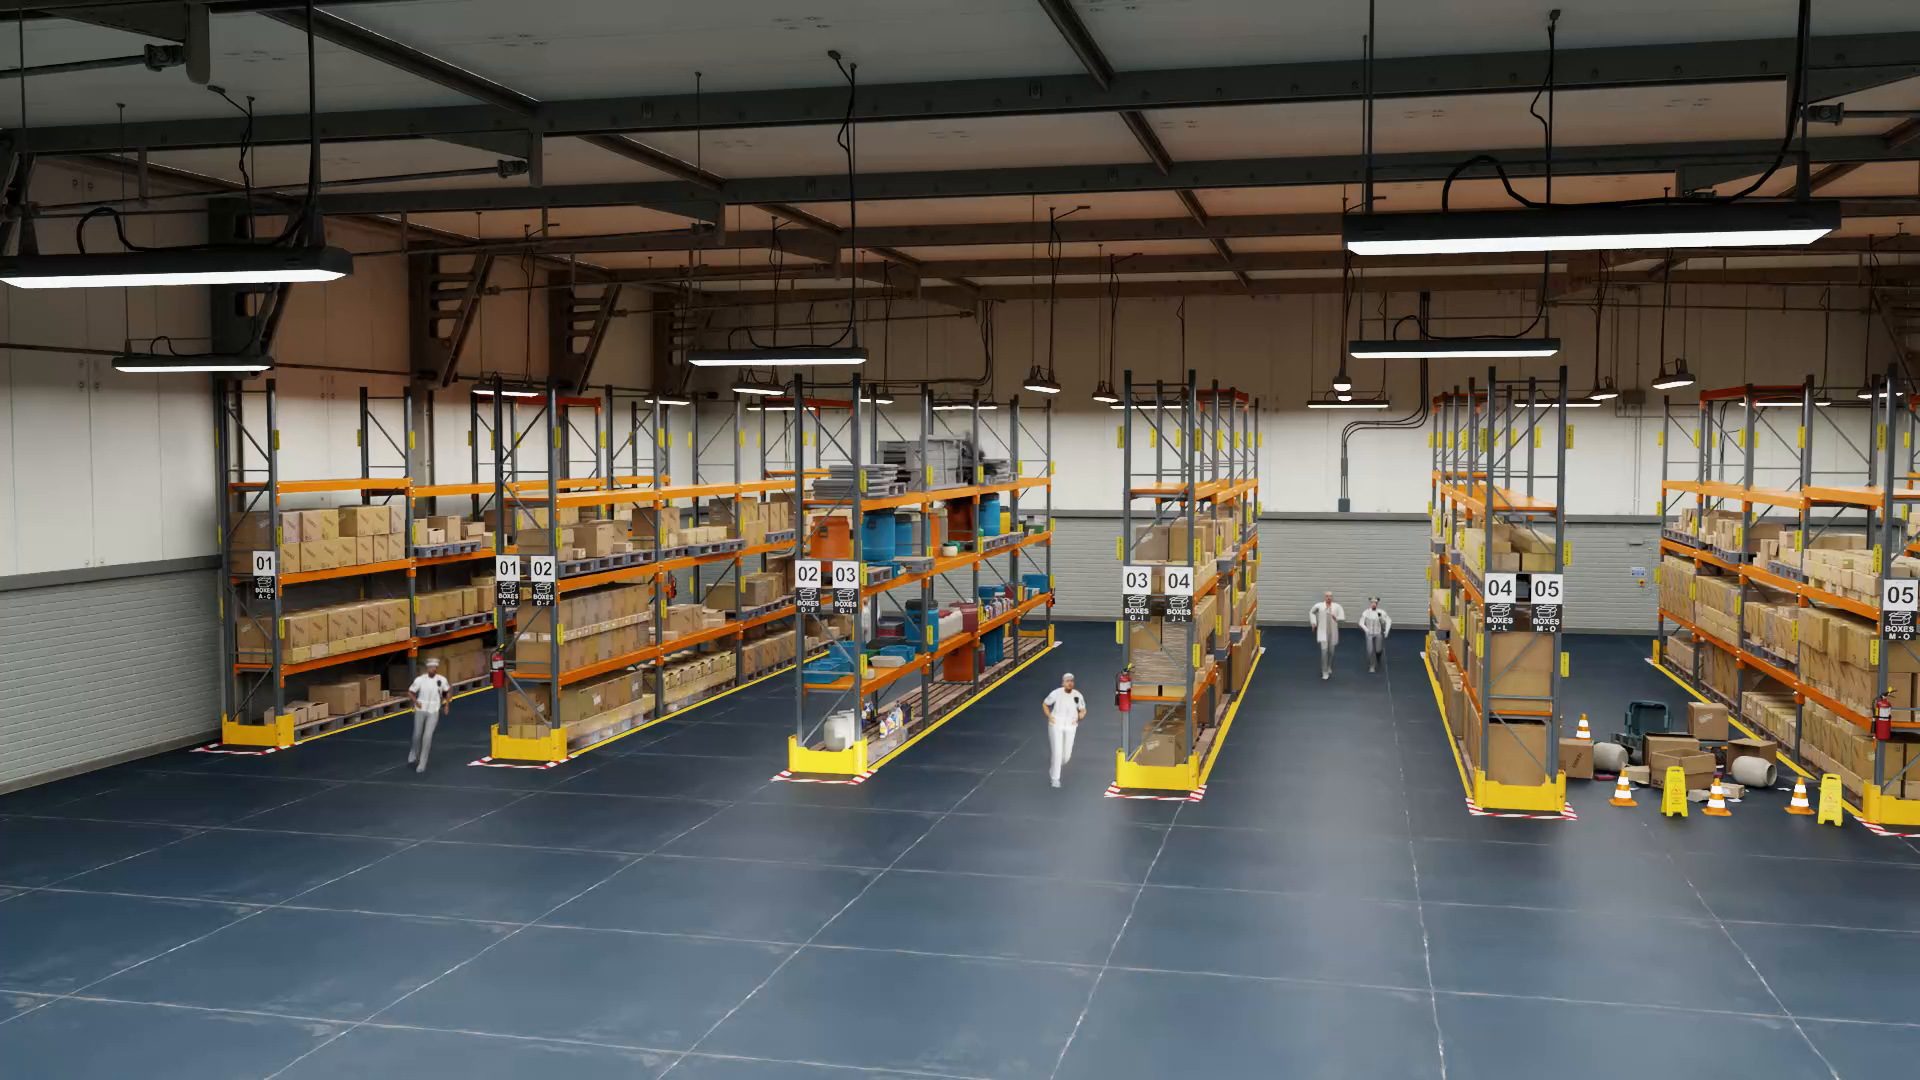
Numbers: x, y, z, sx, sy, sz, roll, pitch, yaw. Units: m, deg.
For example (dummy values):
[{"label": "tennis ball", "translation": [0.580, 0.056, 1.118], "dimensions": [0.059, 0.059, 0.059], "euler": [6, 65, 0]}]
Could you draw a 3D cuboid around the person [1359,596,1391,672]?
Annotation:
[{"label": "person", "translation": [8.907, 2.027, 35.724], "dimensions": [0.663, 1.649, 0.569], "euler": [1, 4, 15]}]

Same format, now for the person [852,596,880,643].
[{"label": "person", "translation": [-2.098, 1.966, 36.996], "dimensions": [0.622, 1.666, 0.702], "euler": [0, 3, 2]}]

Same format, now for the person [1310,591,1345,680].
[{"label": "person", "translation": [7.775, 1.996, 35.165], "dimensions": [0.681, 1.815, 0.939], "euler": [0, 3, 2]}]

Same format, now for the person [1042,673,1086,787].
[{"label": "person", "translation": [1.521, 2.754, 24.308], "dimensions": [0.647, 1.635, 0.697], "euler": [0, 3, -6]}]

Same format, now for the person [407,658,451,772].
[{"label": "person", "translation": [-8.125, 2.635, 25.411], "dimensions": [0.662, 1.673, 0.921], "euler": [-1, 4, -16]}]
